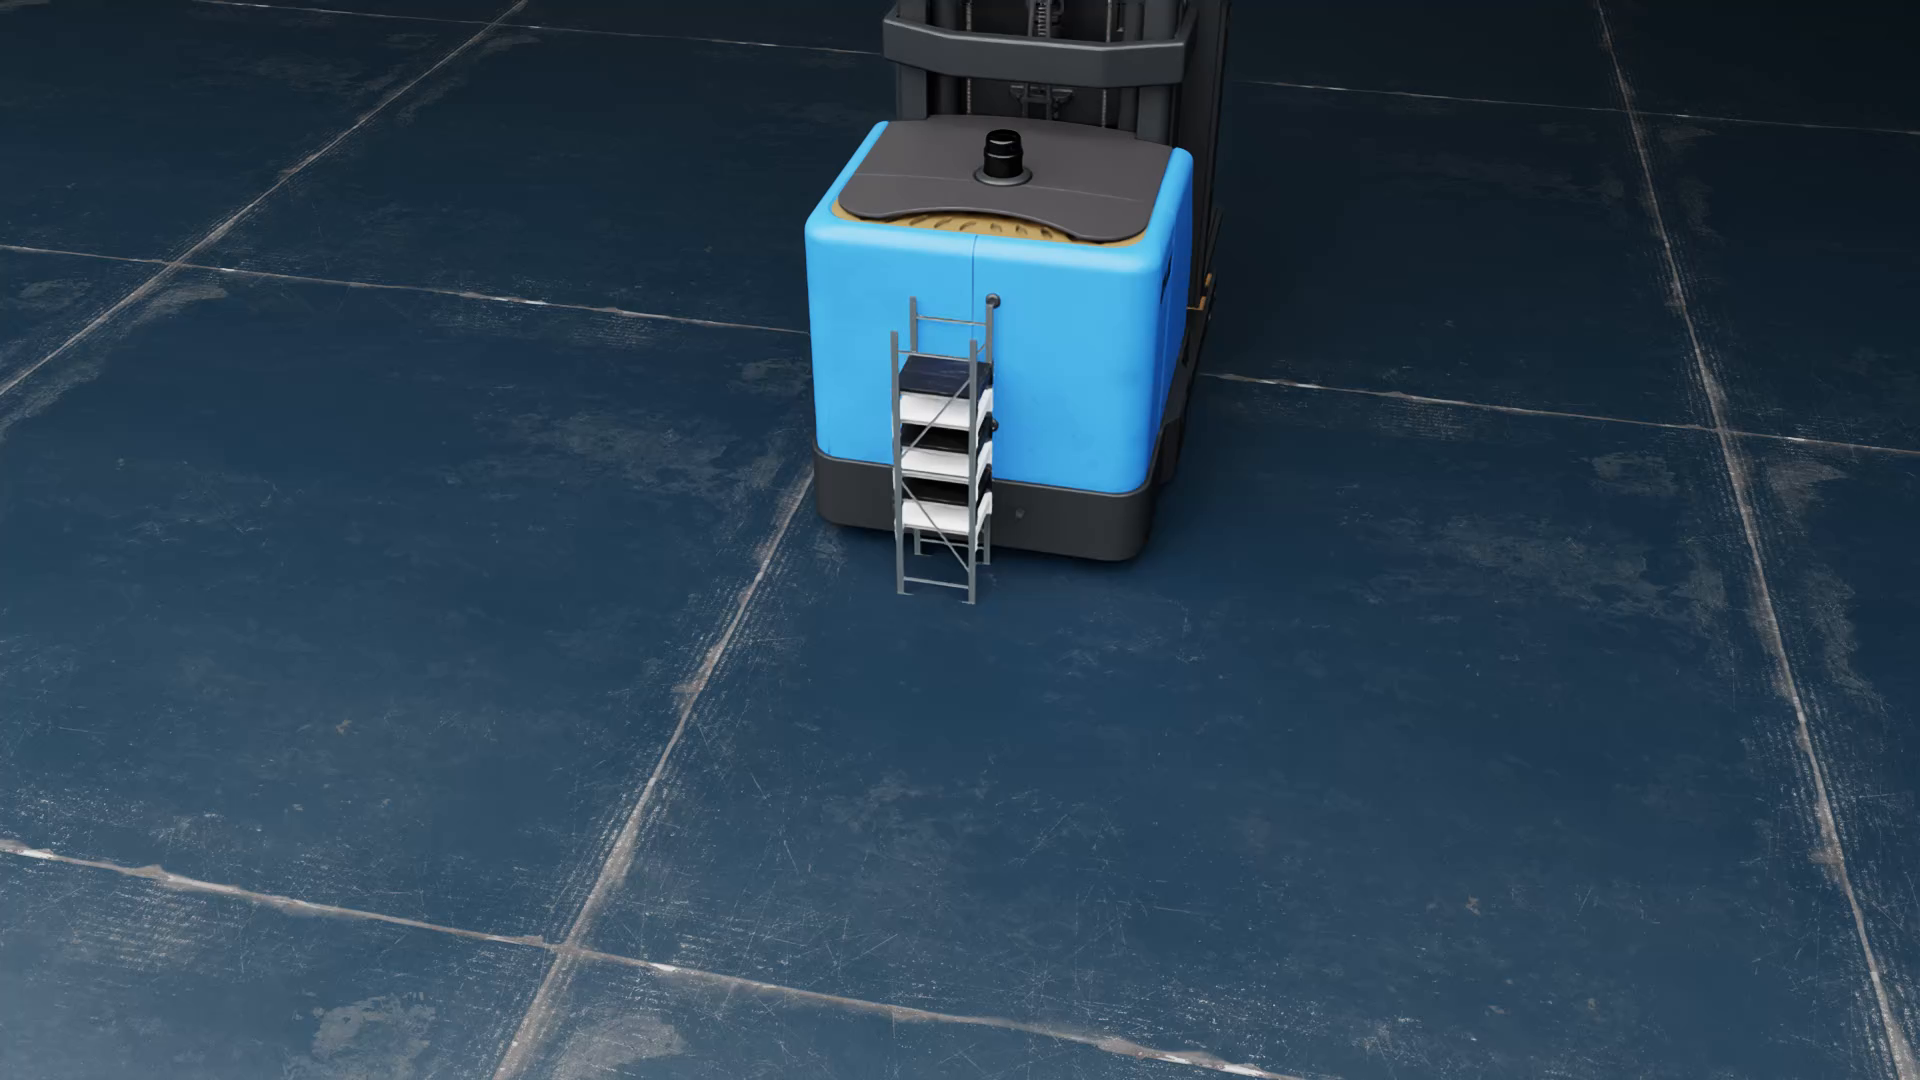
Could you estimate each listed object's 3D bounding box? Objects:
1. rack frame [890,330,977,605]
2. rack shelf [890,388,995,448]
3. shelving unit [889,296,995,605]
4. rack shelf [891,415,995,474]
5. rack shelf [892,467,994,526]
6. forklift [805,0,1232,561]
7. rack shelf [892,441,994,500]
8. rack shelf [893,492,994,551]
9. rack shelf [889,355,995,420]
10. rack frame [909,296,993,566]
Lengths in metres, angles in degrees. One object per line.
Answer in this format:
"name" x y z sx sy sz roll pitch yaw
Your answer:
"rack frame" -0.071 -0.186 4.740 0.240 0.900 0.006 8 37 11
"rack shelf" -0.048 -0.363 4.734 0.258 0.077 0.200 8 37 11
"shelving unit" -0.048 -0.244 4.820 0.258 0.900 0.210 8 37 11
"rack shelf" -0.048 -0.290 4.787 0.258 0.077 0.200 8 37 11
"rack shelf" -0.048 -0.145 4.893 0.258 0.077 0.200 8 37 11
"forklift" 0.380 -1.986 5.493 1.130 2.935 3.031 8 37 11
"rack shelf" -0.048 -0.217 4.840 0.258 0.077 0.200 8 37 11
"rack shelf" -0.048 -0.072 4.946 0.258 0.077 0.200 8 37 11
"rack shelf" -0.048 -0.436 4.682 0.258 0.077 0.200 8 37 11
"rack frame" -0.025 -0.302 4.901 0.240 0.900 0.006 8 37 11
